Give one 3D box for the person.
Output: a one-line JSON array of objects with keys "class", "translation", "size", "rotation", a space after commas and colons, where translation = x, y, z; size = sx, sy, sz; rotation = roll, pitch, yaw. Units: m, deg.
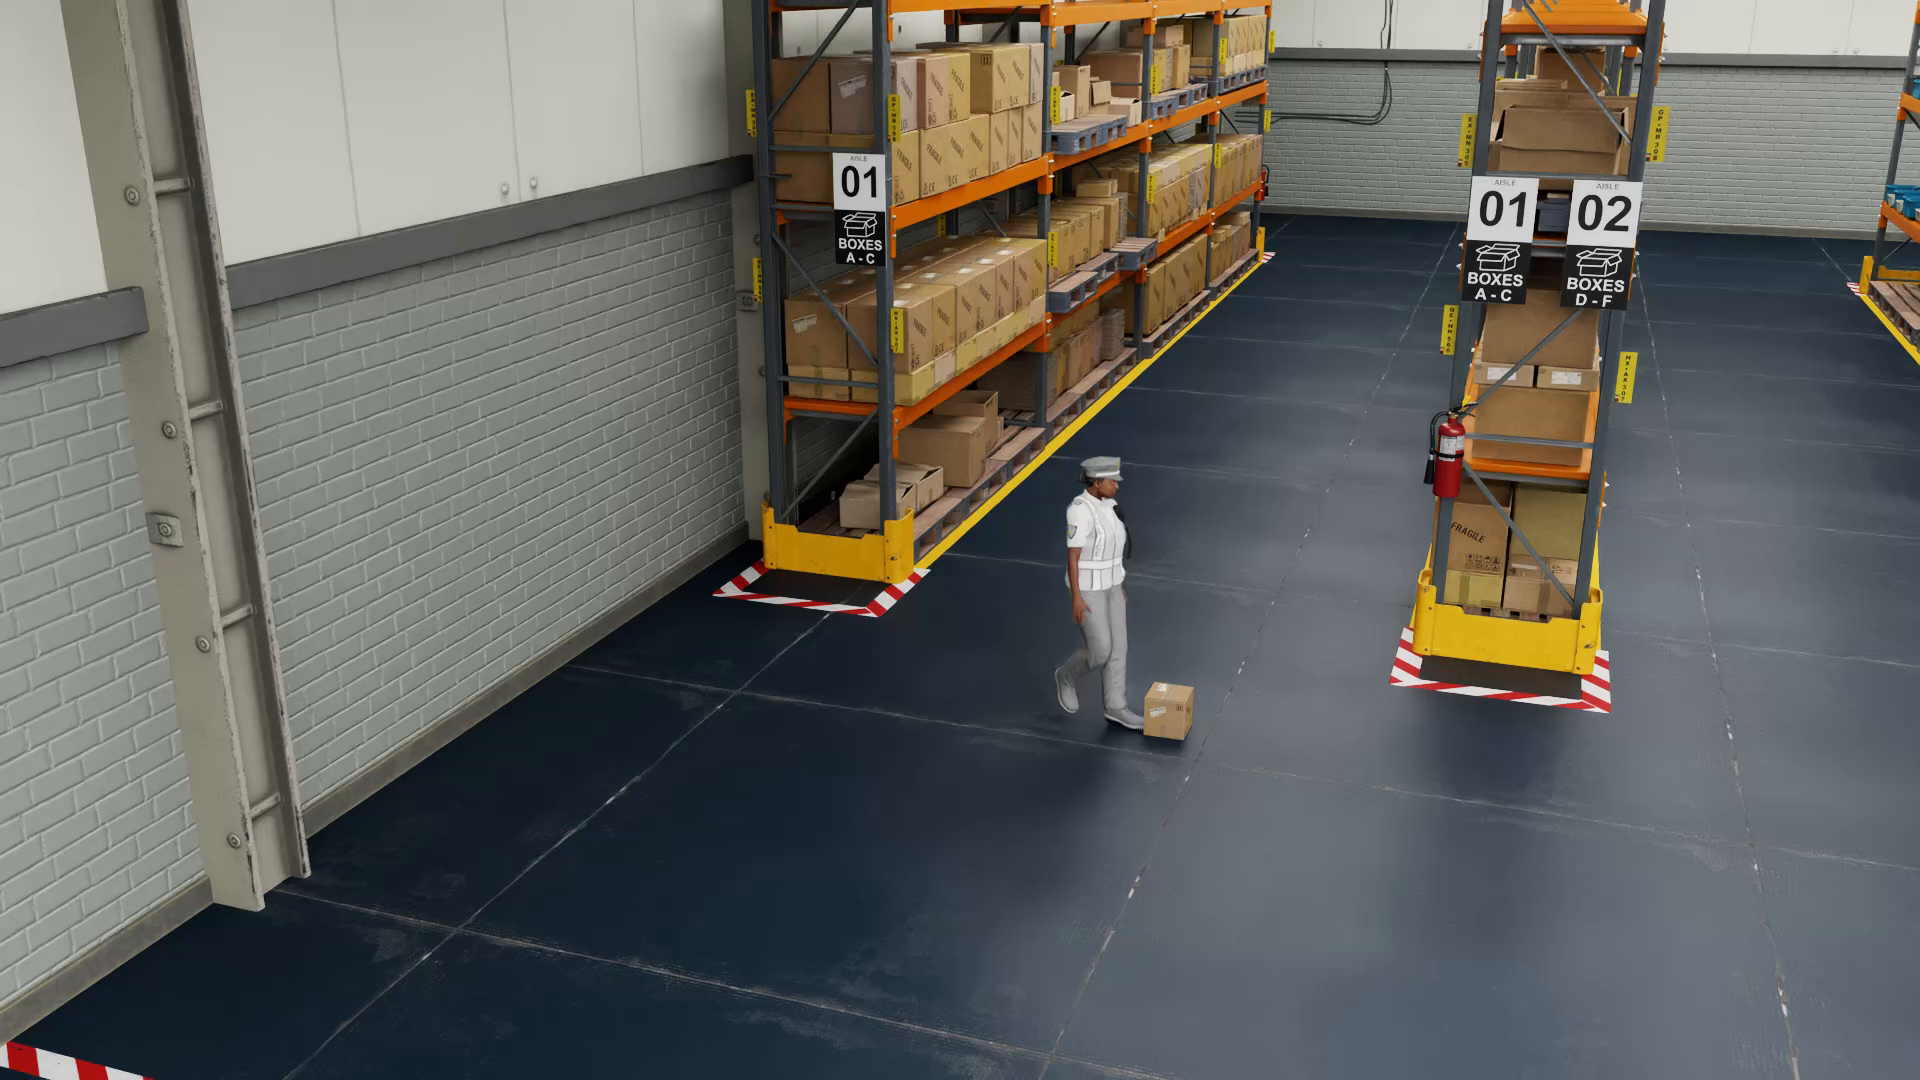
[{"class": "person", "translation": [0.887, 0.321, 10.095], "size": [0.623, 1.648, 0.519], "rotation": [15, 24, 36]}]
